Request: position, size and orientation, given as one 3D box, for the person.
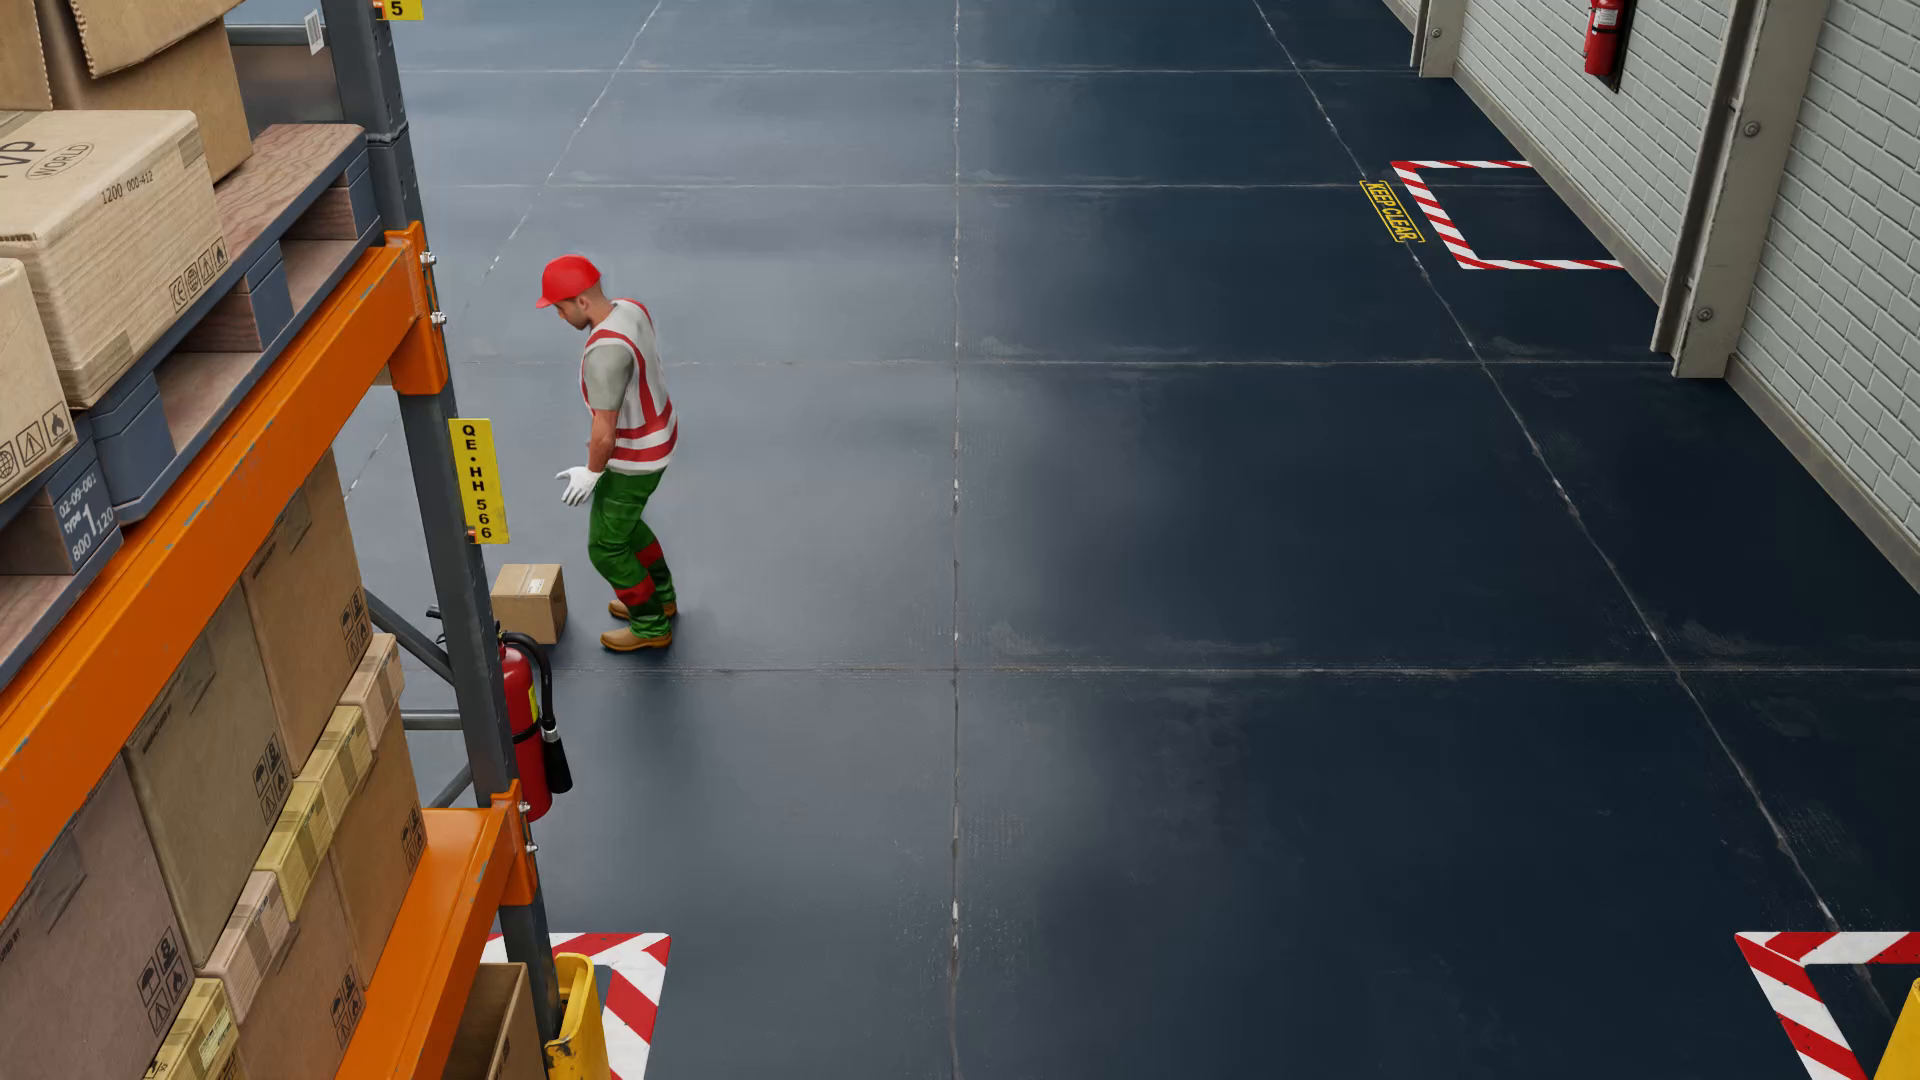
[{"bbox_3d":[-1.391,-0.333,6.736,0.496,1.713,0.551,1,31,1],"label":"person"}]
